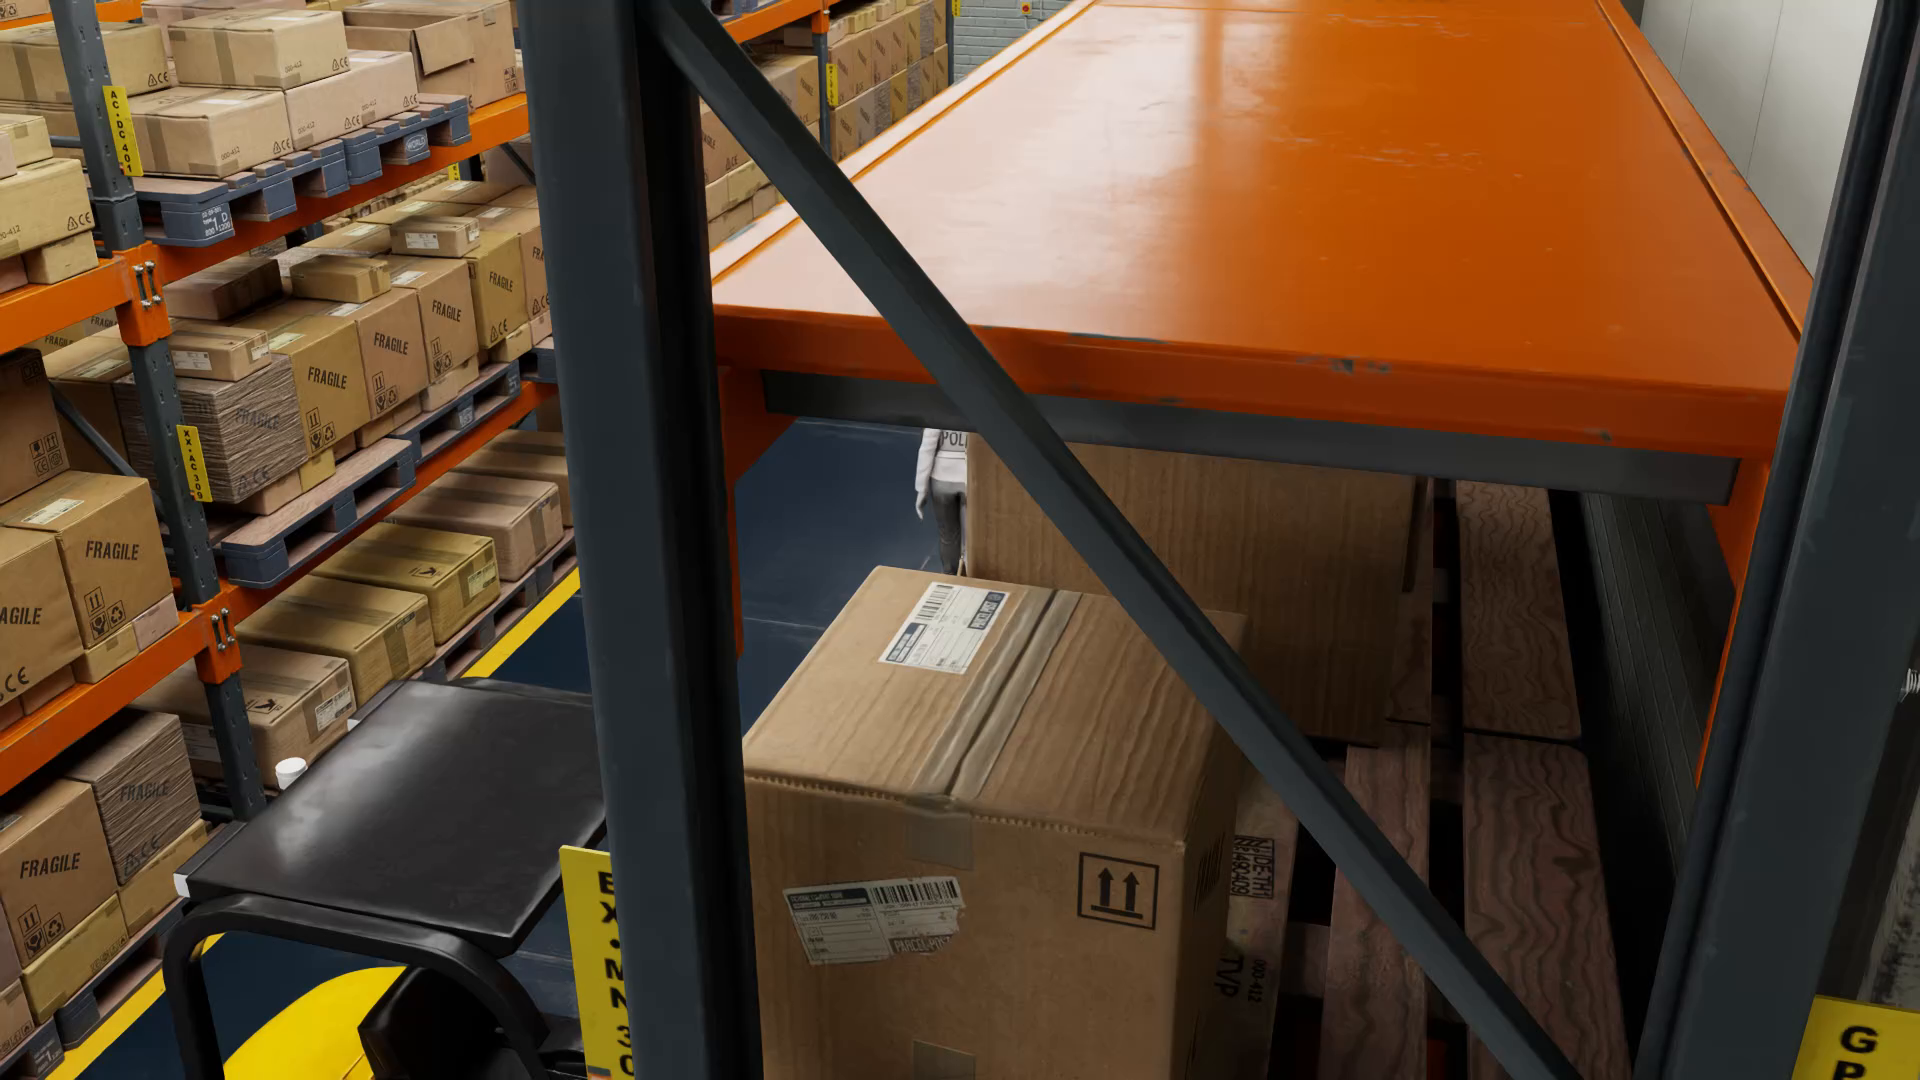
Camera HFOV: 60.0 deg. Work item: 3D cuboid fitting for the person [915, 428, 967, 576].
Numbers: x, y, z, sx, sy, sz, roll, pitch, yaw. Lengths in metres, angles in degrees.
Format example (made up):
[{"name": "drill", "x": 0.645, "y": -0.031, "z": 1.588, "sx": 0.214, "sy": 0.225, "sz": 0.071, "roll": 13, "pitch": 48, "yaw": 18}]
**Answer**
[{"name": "person", "x": 0.020, "y": -0.322, "z": 9.266, "sx": 0.524, "sy": 1.637, "sz": 1.021, "roll": 2, "pitch": 26, "yaw": 4}]
